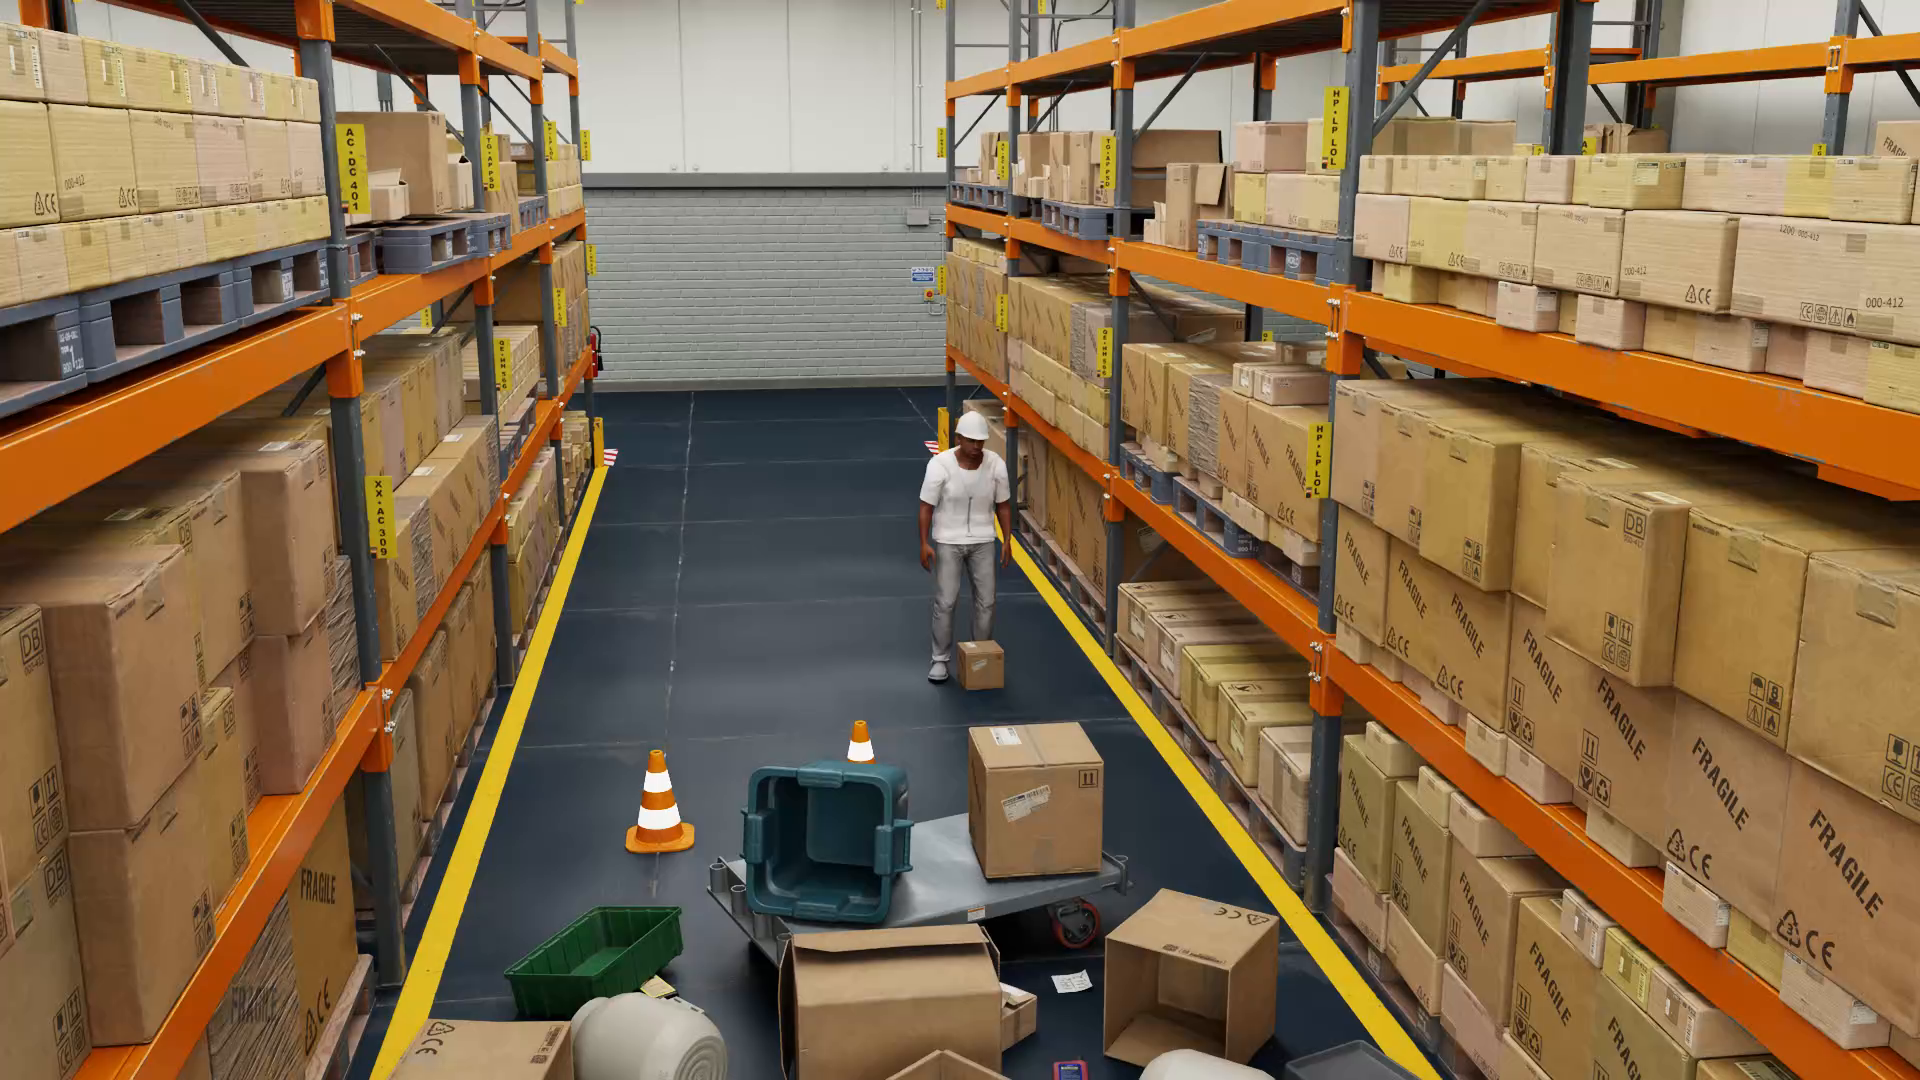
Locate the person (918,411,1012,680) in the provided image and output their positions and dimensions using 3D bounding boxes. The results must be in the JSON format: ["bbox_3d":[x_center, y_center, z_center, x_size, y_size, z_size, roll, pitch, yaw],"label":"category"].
[{"bbox_3d":[0.040,0.028,10.823,0.626,1.760,0.458,-3,13,-13],"label":"person"}]
